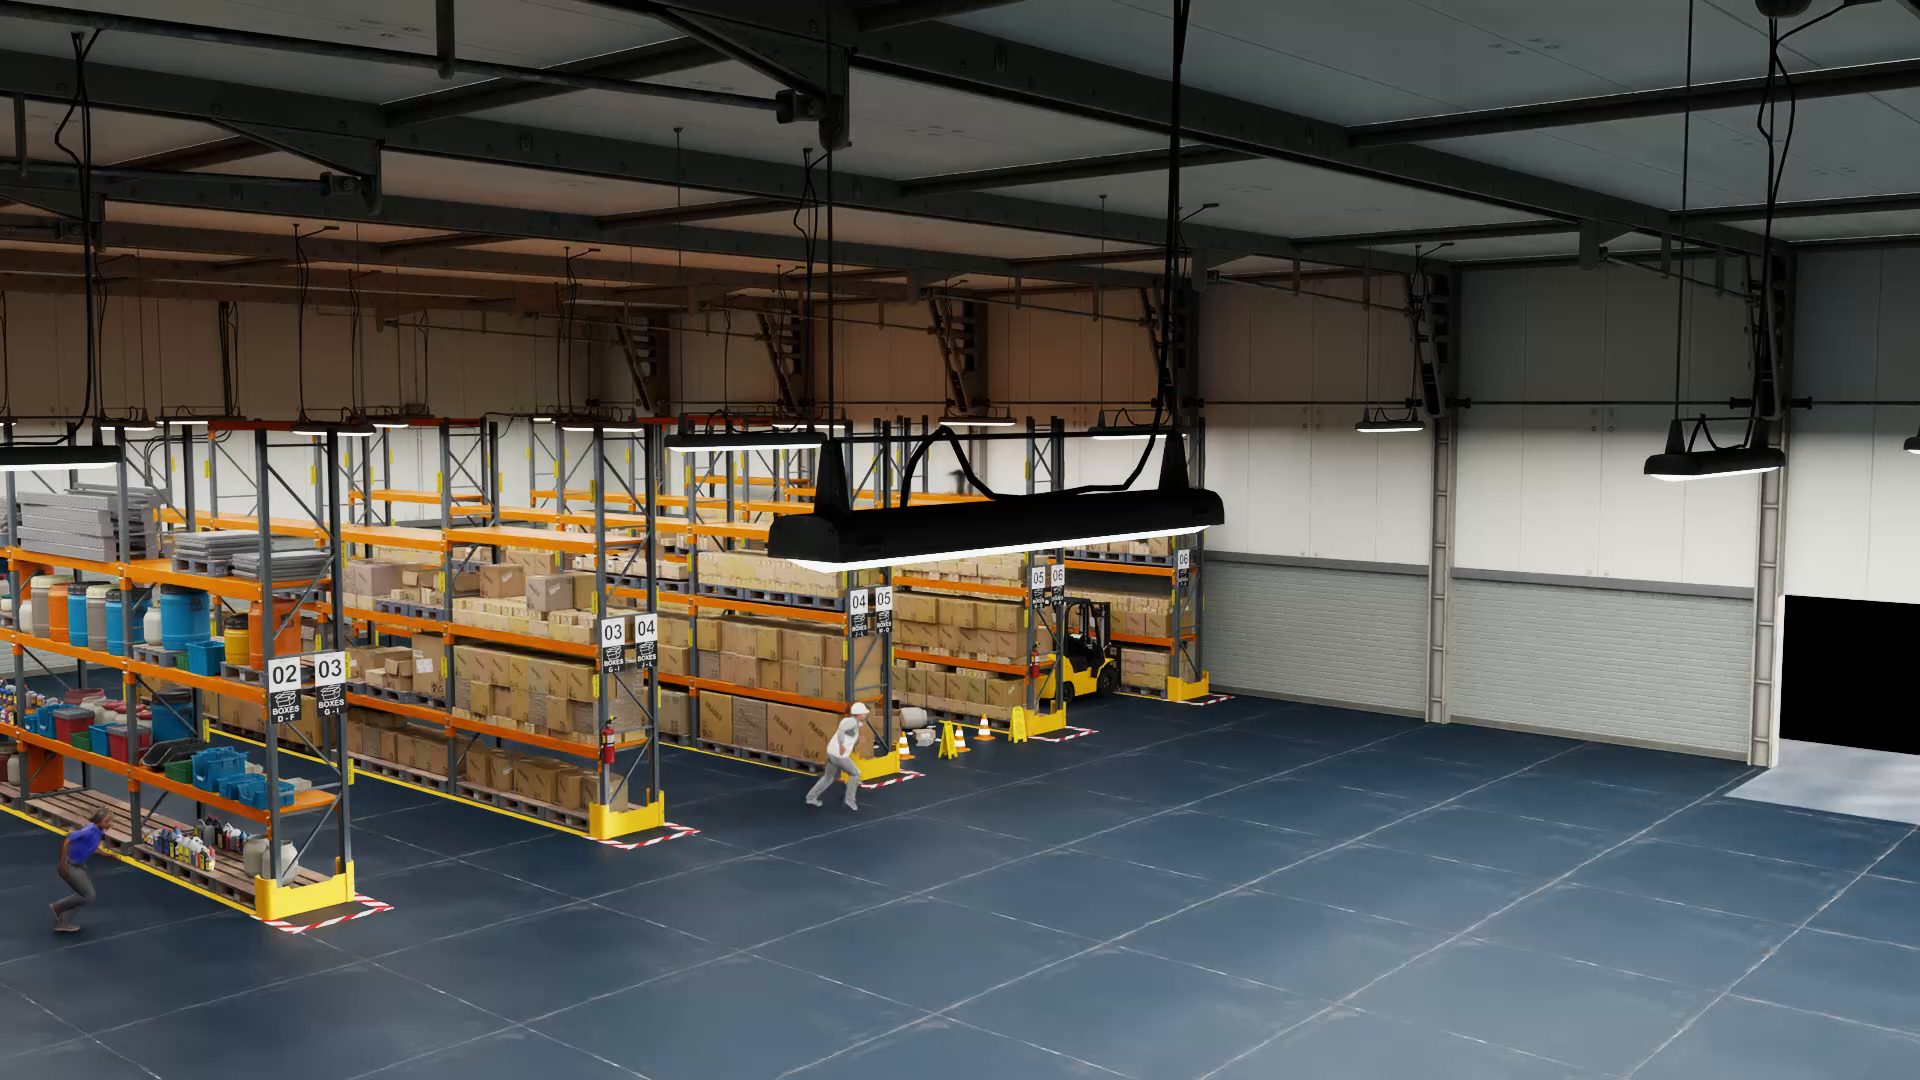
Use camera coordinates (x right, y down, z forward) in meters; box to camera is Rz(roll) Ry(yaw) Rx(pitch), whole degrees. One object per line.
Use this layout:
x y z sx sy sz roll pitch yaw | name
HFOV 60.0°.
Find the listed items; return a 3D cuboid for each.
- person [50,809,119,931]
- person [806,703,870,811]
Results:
-10.461 3.954 19.819 0.764 1.479 0.602 -1 5 -6 | person
-1.885 3.387 25.713 1.010 1.727 0.704 -1 5 -11 | person
